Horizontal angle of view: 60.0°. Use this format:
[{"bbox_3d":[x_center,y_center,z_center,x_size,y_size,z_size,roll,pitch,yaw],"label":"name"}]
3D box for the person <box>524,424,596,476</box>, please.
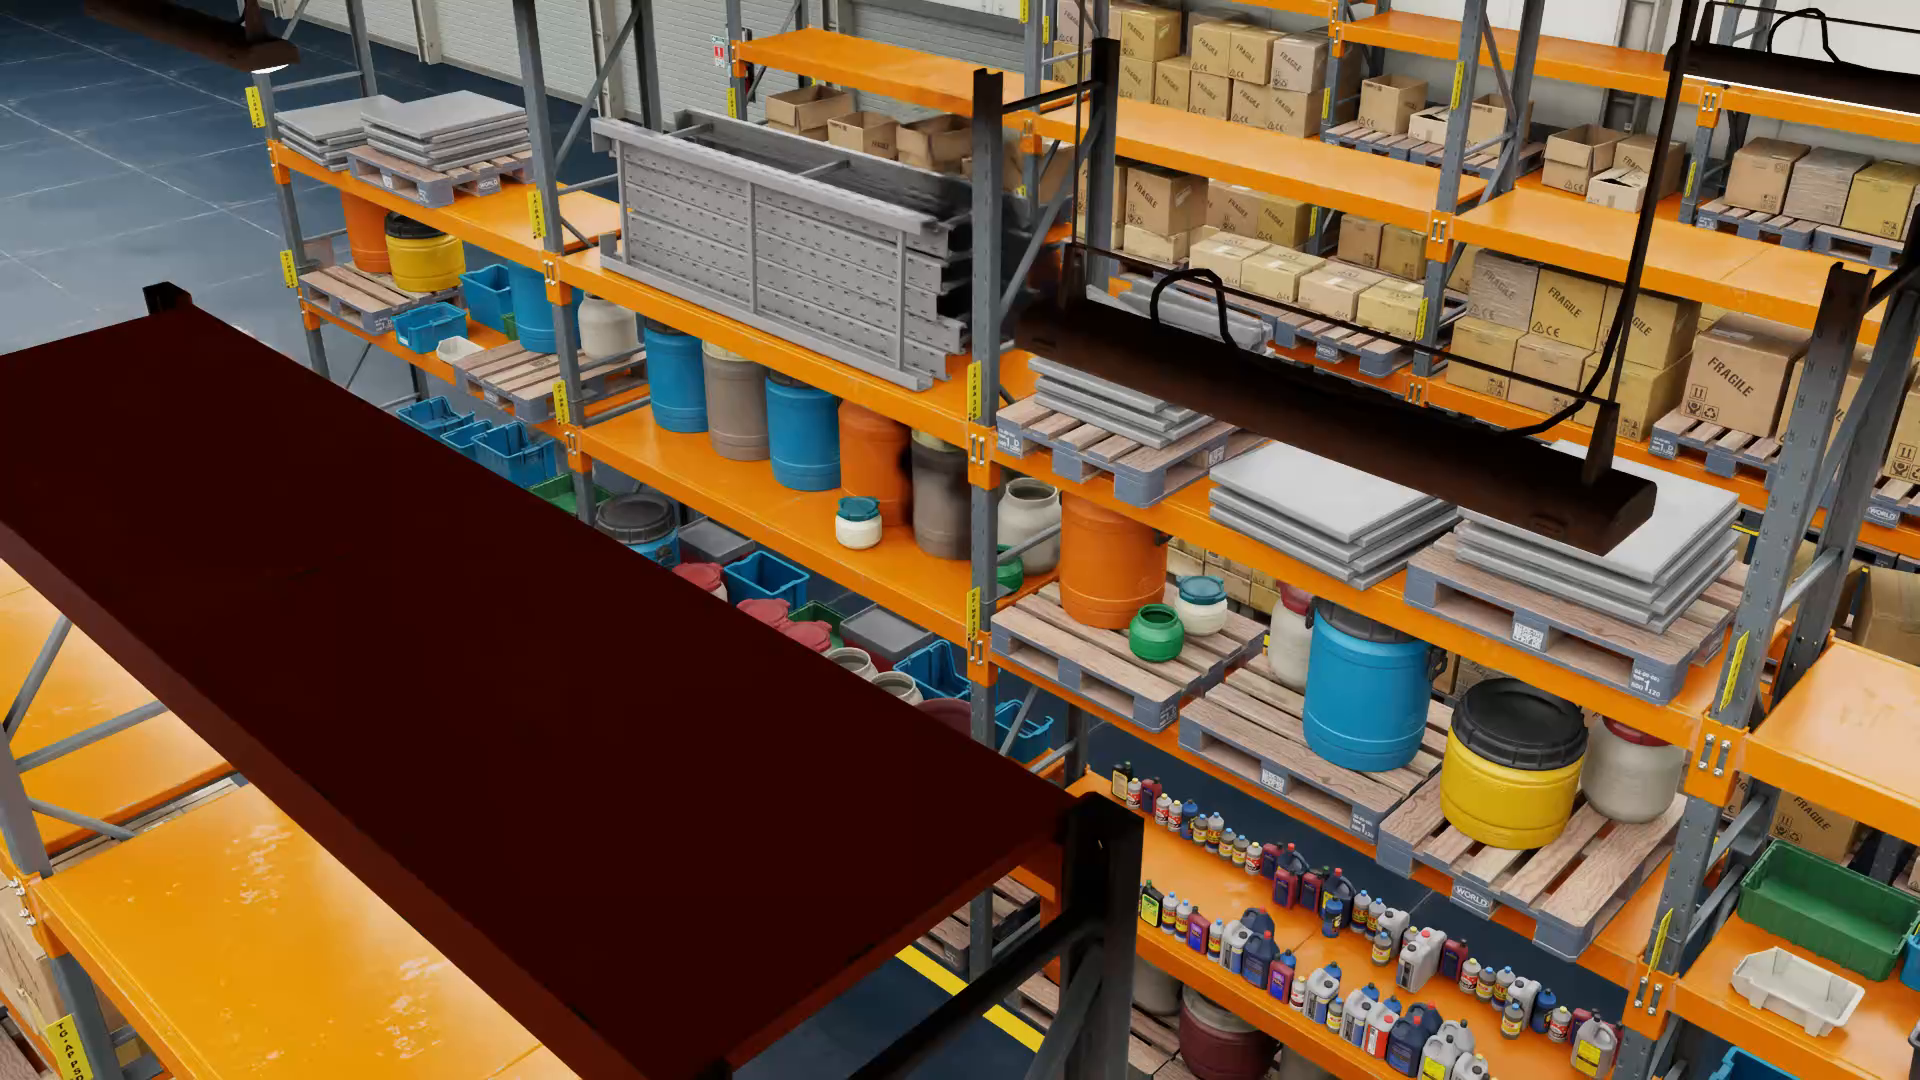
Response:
[{"bbox_3d":[-4.187,-1.298,16.707,0.897,1.803,0.681,3,30,6],"label":"person"}]
